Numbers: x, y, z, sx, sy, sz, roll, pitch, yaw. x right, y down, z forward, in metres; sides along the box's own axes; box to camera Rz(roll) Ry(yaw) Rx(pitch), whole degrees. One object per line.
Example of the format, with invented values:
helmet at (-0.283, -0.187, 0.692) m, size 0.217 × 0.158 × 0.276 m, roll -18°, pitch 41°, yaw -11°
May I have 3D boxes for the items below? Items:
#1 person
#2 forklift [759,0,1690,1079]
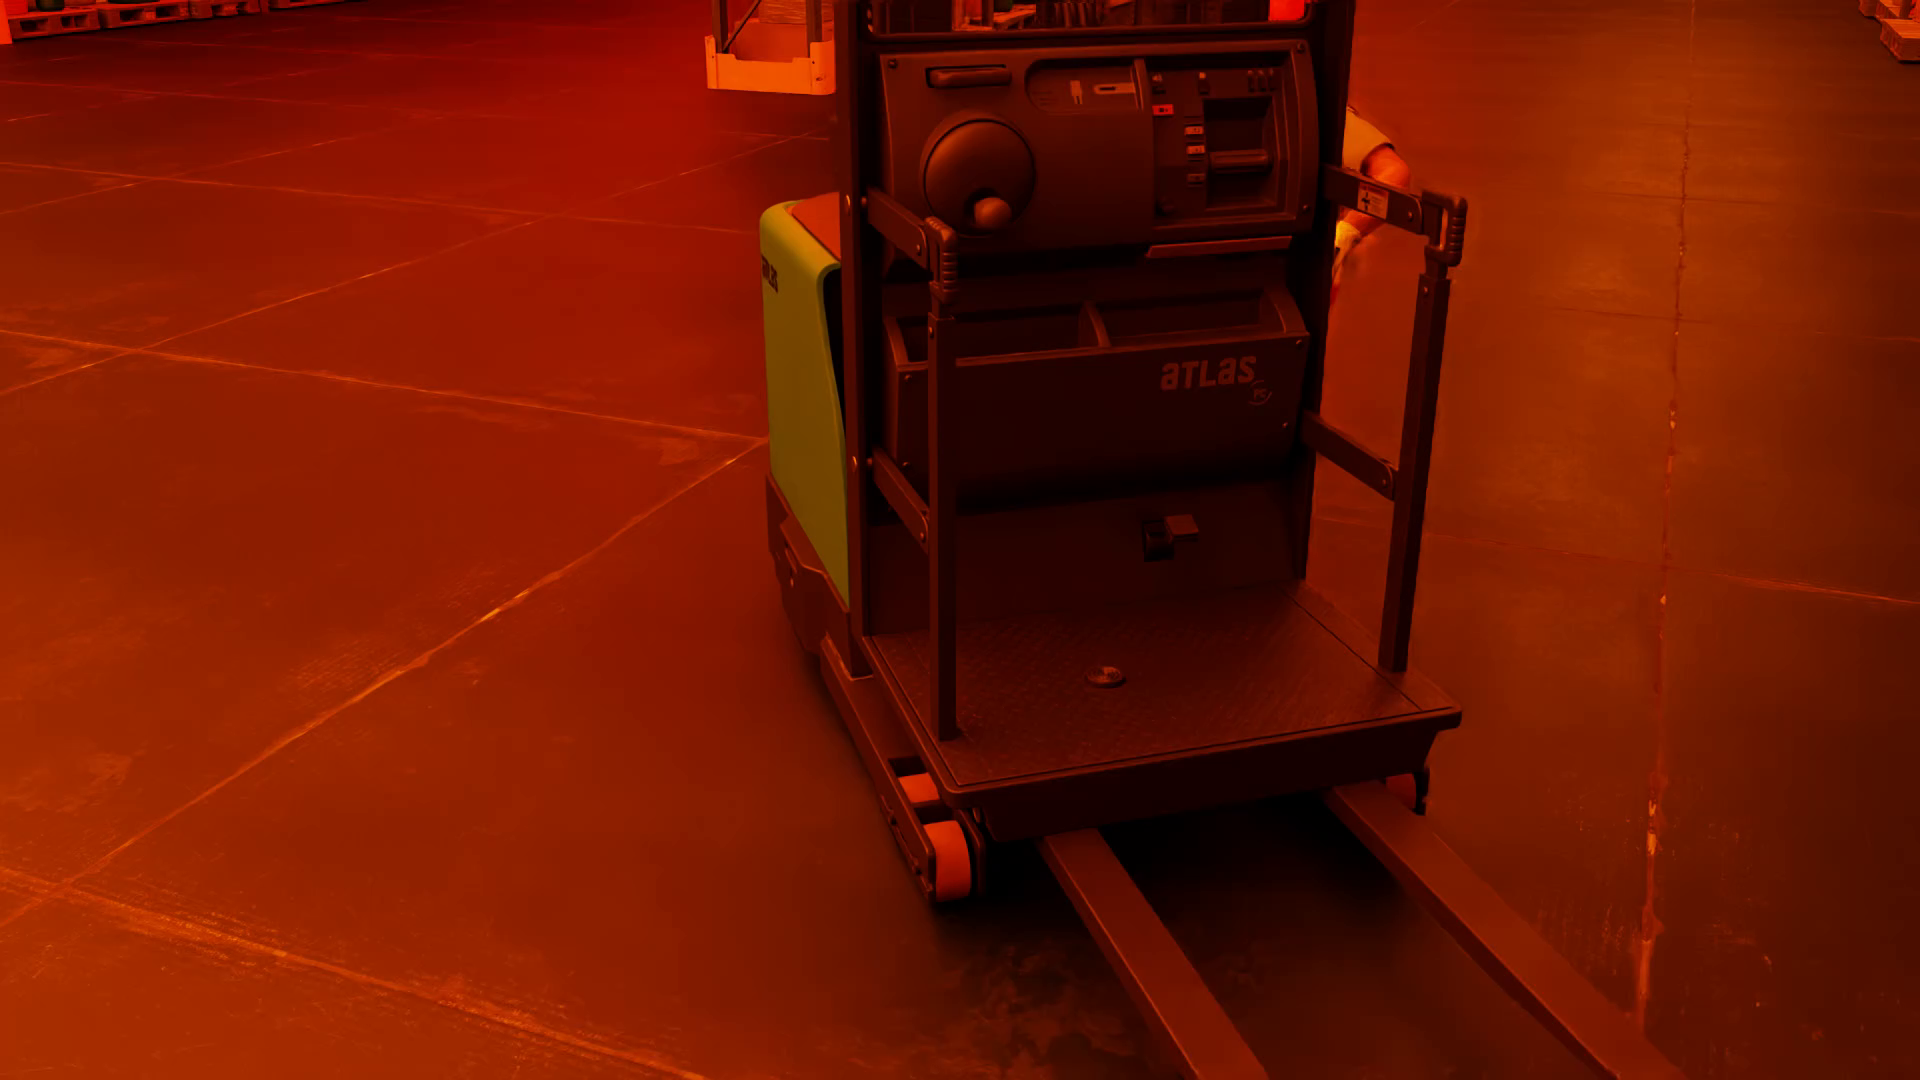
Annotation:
person at (0.686, -0.687, 4.644) m, size 0.829 × 1.629 × 1.106 m, roll -10°, pitch 25°, yaw -22°
forklift at (0.361, -0.793, 3.190) m, size 1.130 × 2.935 × 3.031 m, roll -7°, pitch 24°, yaw -16°
